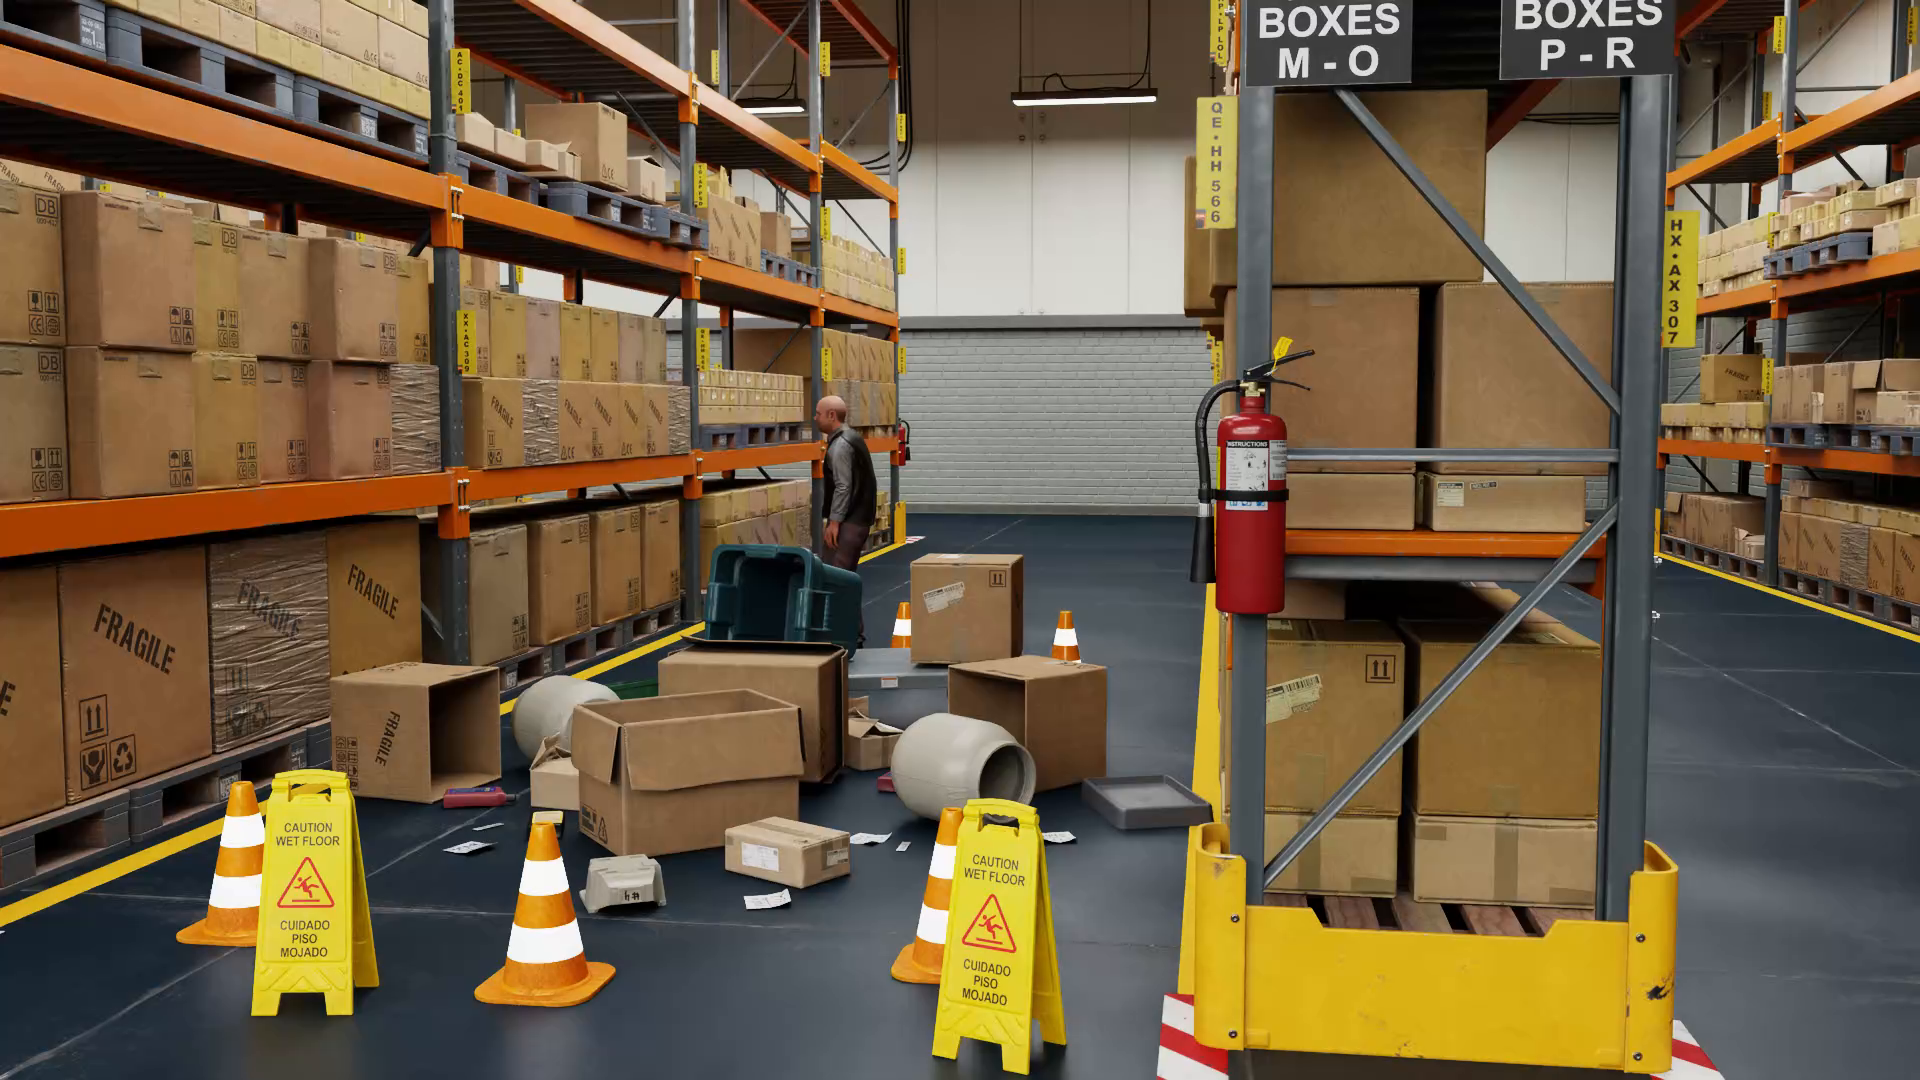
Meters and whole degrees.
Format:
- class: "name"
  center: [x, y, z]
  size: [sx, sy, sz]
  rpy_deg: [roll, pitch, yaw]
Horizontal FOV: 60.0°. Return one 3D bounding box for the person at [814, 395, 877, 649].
- class: "person"
  center: [-0.766, -0.096, 11.035]
  size: [0.427, 1.720, 0.590]
  rpy_deg: [0, 4, 5]
